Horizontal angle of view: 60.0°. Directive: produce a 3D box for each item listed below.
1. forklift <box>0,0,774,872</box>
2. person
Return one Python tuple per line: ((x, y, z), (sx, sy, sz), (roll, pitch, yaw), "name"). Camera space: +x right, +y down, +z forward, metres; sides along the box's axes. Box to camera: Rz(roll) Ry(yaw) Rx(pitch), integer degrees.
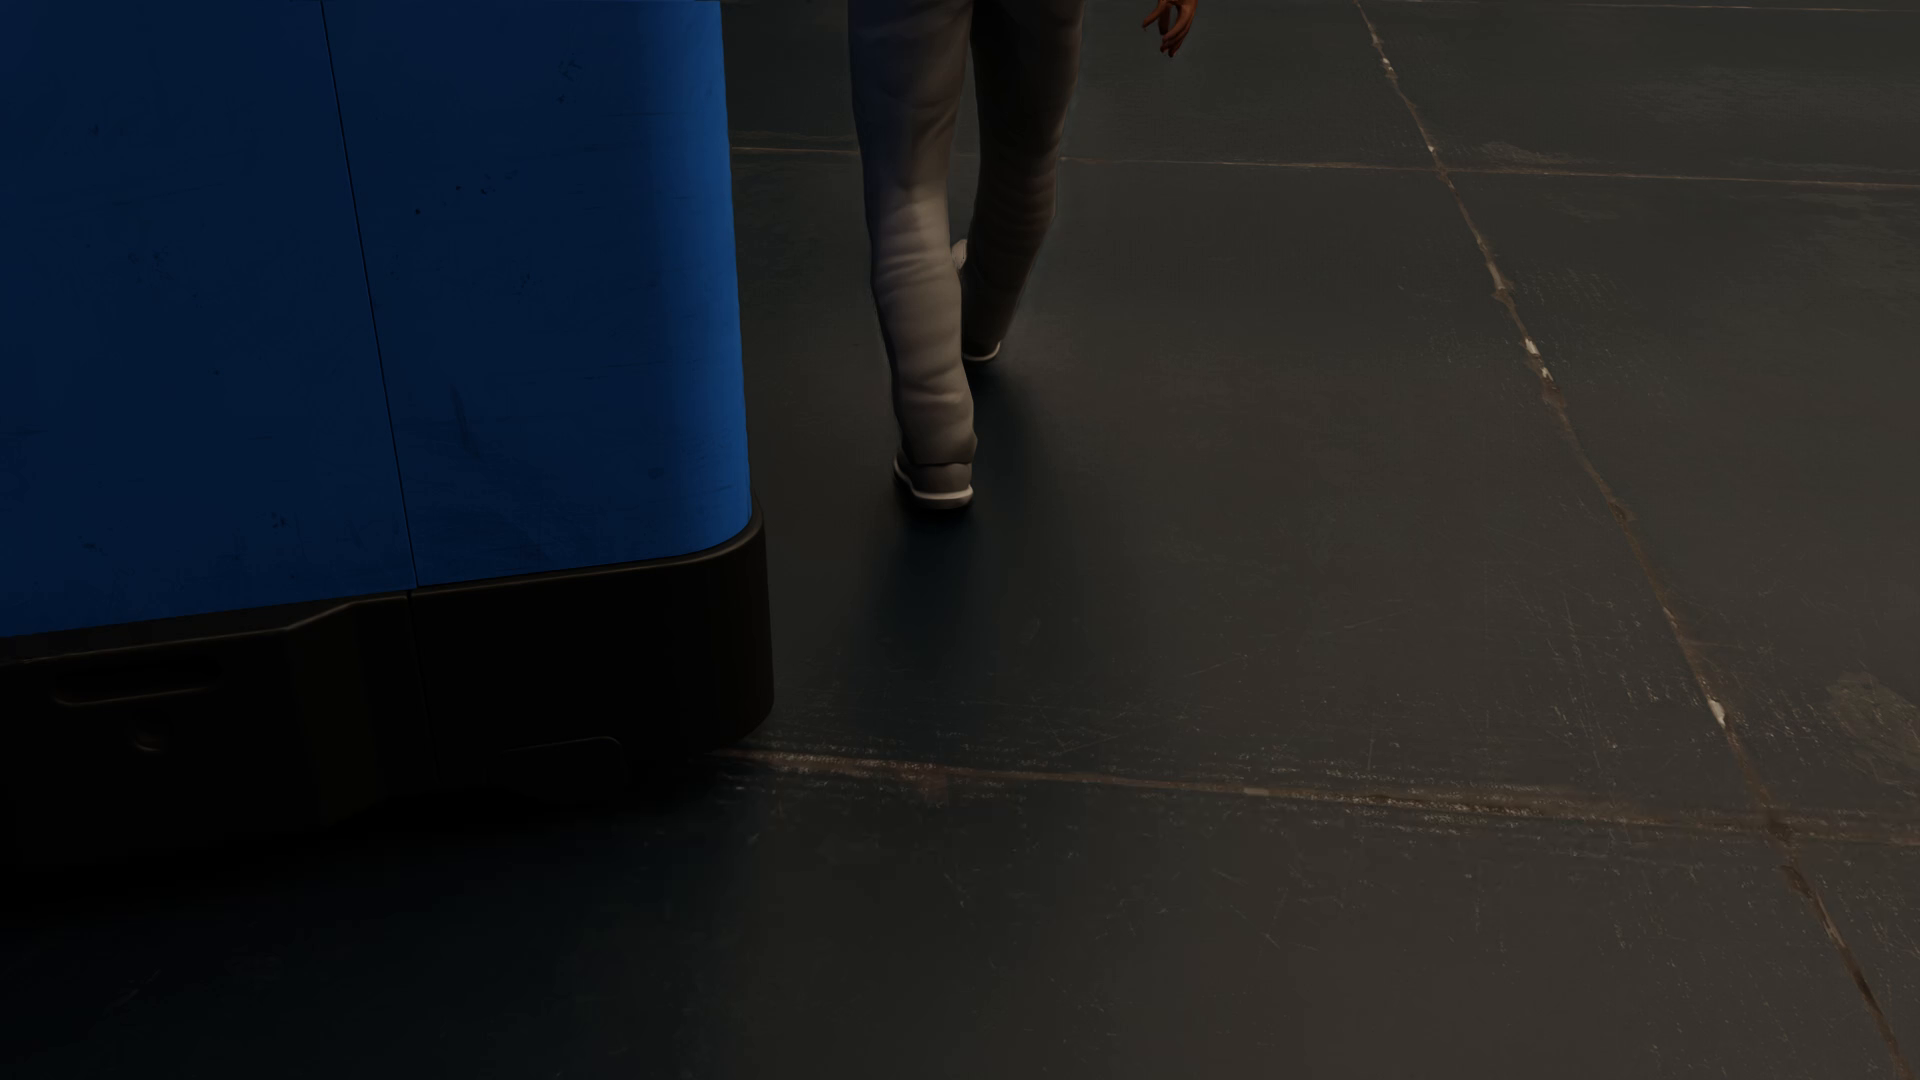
((-1.794, -1.068, 1.357), (3.031, 2.935, 1.130), (-7, 27, -14), "forklift")
((0.032, -0.949, 2.615), (0.594, 1.604, 0.889), (-5, 27, -11), "person")
